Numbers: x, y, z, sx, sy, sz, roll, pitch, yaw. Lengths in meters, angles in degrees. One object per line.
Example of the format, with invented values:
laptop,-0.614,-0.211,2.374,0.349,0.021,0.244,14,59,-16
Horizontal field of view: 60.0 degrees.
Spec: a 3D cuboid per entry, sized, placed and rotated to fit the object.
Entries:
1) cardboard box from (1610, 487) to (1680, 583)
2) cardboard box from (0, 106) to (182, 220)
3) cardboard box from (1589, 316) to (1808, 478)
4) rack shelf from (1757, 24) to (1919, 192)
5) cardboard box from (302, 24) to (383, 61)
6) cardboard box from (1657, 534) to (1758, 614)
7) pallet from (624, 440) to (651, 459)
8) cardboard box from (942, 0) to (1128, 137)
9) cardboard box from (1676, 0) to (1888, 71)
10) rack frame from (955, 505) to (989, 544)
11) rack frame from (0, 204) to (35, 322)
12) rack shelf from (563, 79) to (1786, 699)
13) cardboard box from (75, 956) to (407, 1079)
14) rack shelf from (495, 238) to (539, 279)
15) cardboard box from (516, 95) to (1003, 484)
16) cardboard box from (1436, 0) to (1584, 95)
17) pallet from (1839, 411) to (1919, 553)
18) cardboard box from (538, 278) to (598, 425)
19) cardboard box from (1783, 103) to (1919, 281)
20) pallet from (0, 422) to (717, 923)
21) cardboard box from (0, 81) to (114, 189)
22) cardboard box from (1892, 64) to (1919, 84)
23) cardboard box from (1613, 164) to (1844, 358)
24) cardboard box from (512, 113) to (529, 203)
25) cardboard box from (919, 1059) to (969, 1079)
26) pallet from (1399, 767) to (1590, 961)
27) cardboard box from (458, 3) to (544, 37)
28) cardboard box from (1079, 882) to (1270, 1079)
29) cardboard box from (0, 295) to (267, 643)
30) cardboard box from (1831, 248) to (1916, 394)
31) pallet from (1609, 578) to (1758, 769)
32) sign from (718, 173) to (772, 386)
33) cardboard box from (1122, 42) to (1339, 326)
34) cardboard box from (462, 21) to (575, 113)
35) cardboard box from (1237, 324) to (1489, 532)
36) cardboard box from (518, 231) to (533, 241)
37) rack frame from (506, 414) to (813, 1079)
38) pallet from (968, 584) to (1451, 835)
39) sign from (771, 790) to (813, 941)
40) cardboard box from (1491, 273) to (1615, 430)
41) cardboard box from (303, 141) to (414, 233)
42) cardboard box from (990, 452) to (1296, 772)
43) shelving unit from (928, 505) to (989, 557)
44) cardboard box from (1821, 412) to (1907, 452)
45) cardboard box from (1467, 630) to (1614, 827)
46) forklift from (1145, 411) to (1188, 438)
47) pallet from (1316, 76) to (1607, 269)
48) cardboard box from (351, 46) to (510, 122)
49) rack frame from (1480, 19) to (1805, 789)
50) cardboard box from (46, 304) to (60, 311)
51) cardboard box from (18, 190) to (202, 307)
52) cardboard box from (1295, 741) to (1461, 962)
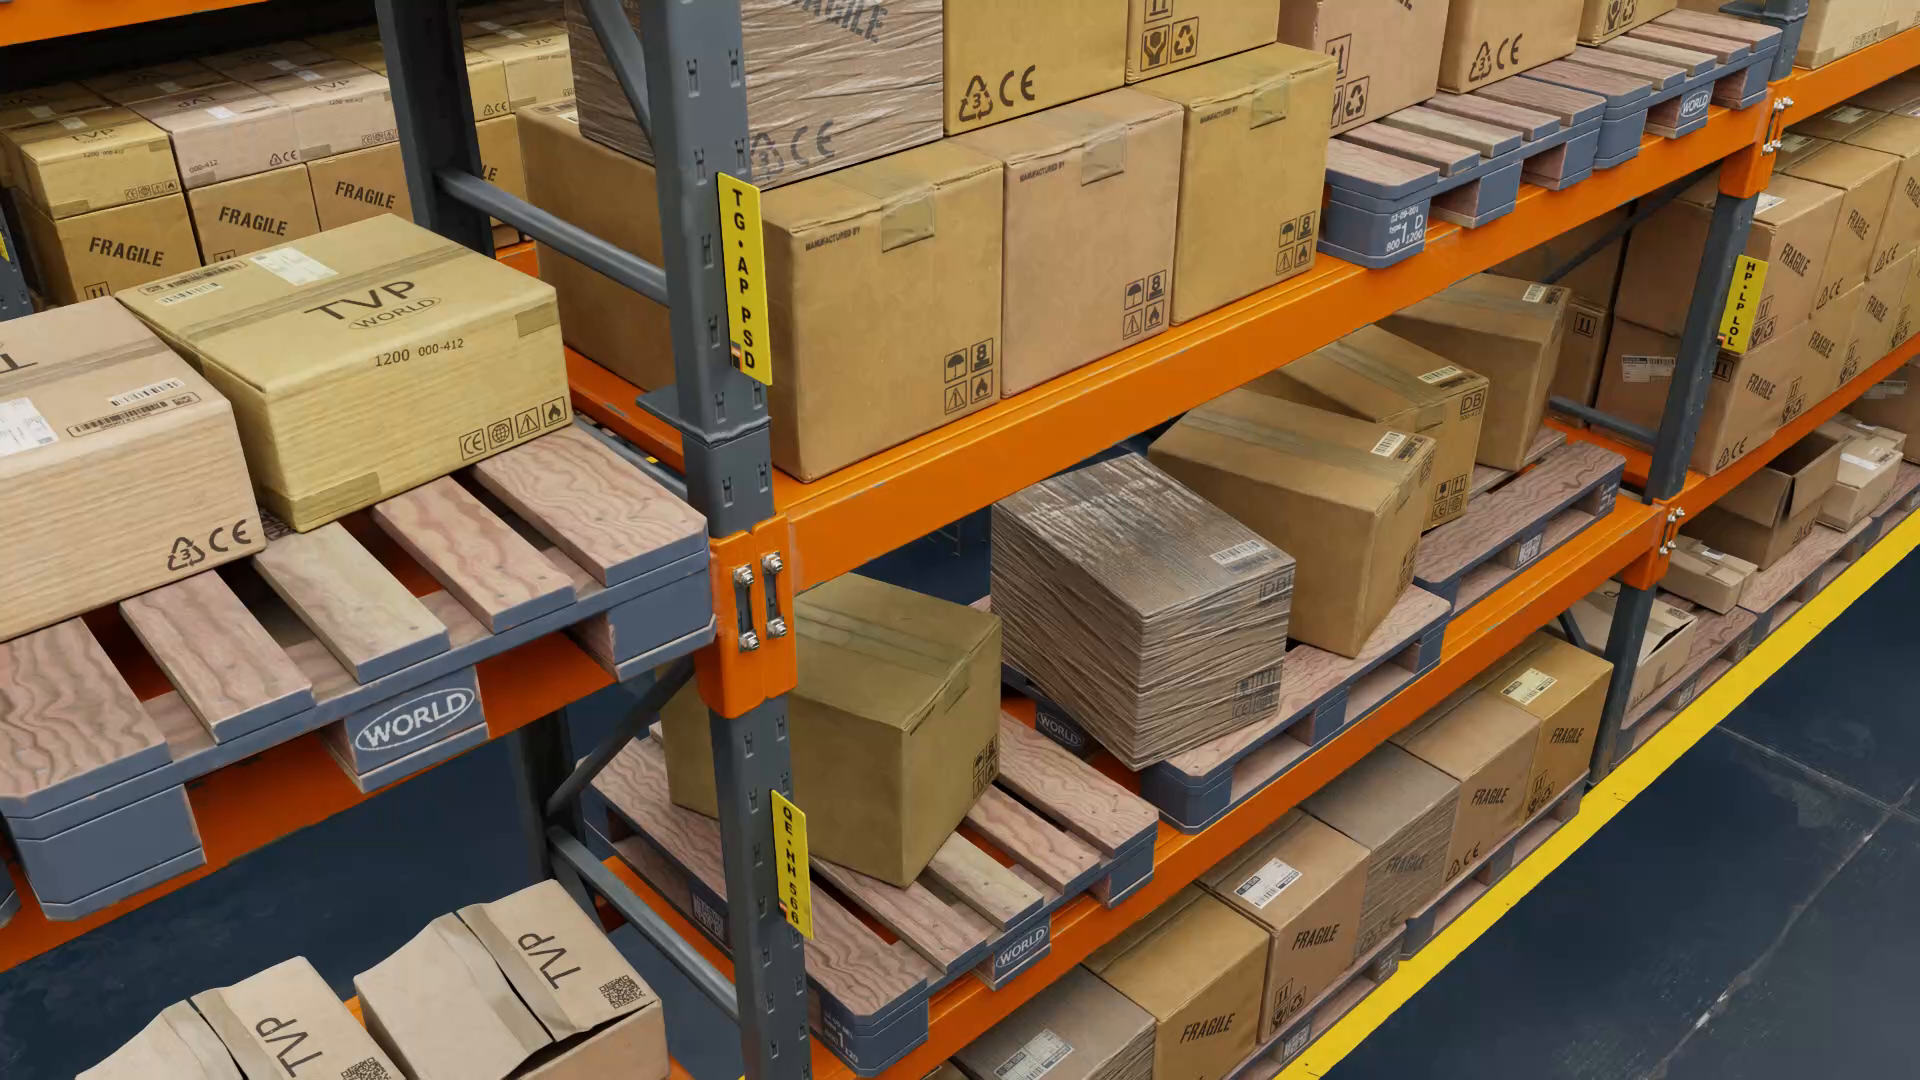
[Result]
cardboard box,3.003,-0.119,7.725,0.500,0.311,0.500,-26,40,-35
cardboard box,-3.546,-1.547,6.786,0.500,0.250,0.500,-25,39,-34
cardboard box,2.787,-0.621,6.295,0.500,0.500,0.500,-25,39,-34
rack shelf,3.695,-2.184,6.761,4.000,0.370,1.077,-26,40,-35
cardboard box,-2.786,-2.279,7.982,0.500,0.250,0.500,-27,40,-36
cardboard box,3.311,0.142,7.436,0.250,0.166,0.380,-26,40,-35
pallet,-1.657,-0.903,9.525,1.213,0.211,1.003,-26,40,-35
cardboard box,-0.007,-1.165,3.351,0.500,0.500,0.500,-26,40,-35
cardboard box,2.753,-1.795,5.579,0.500,0.250,0.500,-26,40,-35
rack frame,0.056,-0.539,7.982,0.006,1.200,0.240,-26,40,-35
rack frame,-4.076,-0.977,6.972,0.127,3.000,1.000,-26,40,-35
rack shelf,0.762,-0.765,4.440,4.000,0.370,1.077,-26,40,-35
cardboard box,-1.492,1.198,3.501,0.500,0.311,0.500,-26,40,-36
rack shelf,-2.609,-1.379,8.320,4.000,0.370,1.077,-26,40,-35
cardboard box,-0.408,-0.573,3.341,0.500,0.500,0.910,-26,40,-35
cardboard box,1.334,-1.650,4.603,0.600,0.600,0.600,-26,40,-36
pallet,4.522,-0.421,8.736,1.213,0.211,1.003,-26,40,-35
cardboard box,-2.181,-1.061,8.768,0.750,0.750,0.750,-24,39,-34
cardboard box,3.520,-1.396,6.603,0.500,0.500,0.500,-27,41,-37
pallet,-1.142,-0.007,2.692,1.003,0.211,1.213,-24,39,-33
cardboard box,-3.920,-1.735,7.093,0.500,0.250,0.500,-25,39,-34
cardboard box,4.275,-1.762,7.201,0.500,0.500,0.500,-25,39,-34
cardboard box,2.765,-1.031,6.006,0.500,0.500,0.500,-25,39,-34
cardboard box,-2.051,-1.954,8.170,0.500,0.500,0.500,-26,40,-35
cardboard box,-0.177,1.744,4.498,0.500,0.500,0.500,-24,39,-34
pallet,1.657,0.991,6.427,1.213,0.211,1.003,-26,40,-35
cardboard box,-2.400,-2.462,8.282,0.500,0.250,0.500,-27,41,-37
cardboard box,0.574,1.380,5.093,0.500,0.500,0.500,-26,40,-36
cardboard box,-1.371,-0.103,2.408,0.500,0.250,0.500,-25,39,-34
cardboard box,3.529,-0.980,6.882,0.500,0.500,0.500,-26,40,-36
pallet,2.732,0.445,7.321,1.213,0.211,1.003,-26,40,-35
sign,-0.334,-0.402,2.585,0.005,0.325,0.100,-26,40,-35
cardboard box,0.347,-0.938,3.938,0.500,0.500,0.910,-26,40,-35
cardboard box,-2.067,-2.271,7.970,0.500,0.250,0.500,-25,39,-35
cardboard box,1.268,-0.373,5.486,0.500,0.500,0.700,-19,36,-28
cardboard box,-2.159,-1.635,8.270,0.250,0.149,0.380,-27,41,-37
rack frame,-0.705,0.917,3.875,0.127,3.000,1.000,-26,40,-35
pallet,0.718,0.307,5.056,1.213,0.211,1.003,-26,40,-35
sign,-0.325,0.634,3.228,0.005,0.325,0.100,-26,40,-35
cardboard box,2.420,-0.820,6.620,0.500,0.500,0.500,-25,39,-35
cardboard box,-2.791,-1.587,7.570,0.500,0.500,0.500,-26,40,-36
cardboard box,0.481,0.177,4.586,0.500,0.500,0.700,-18,36,-27
shelving unit,-0.011,-0.507,7.929,0.189,1.200,0.258,-26,40,-35
cardboard box,4.572,-0.503,8.492,0.250,0.166,0.380,-26,40,-35
cardboard box,2.061,0.662,6.267,0.500,0.500,0.500,-26,40,-36
forklift,2.299,-2.209,9.053,3.031,2.935,1.130,-23,38,-33
pallet,0.944,-1.128,4.524,1.003,0.211,1.213,-26,40,-35
cardboard box,-2.440,-2.090,7.674,0.500,0.250,0.500,-27,40,-36
rack frame,2.228,-0.502,6.195,0.127,3.000,1.000,-26,40,-35
cardboard box,-3.677,-0.906,7.078,0.250,0.149,0.380,-26,40,-36
cardboard box,-3.546,-1.229,6.985,0.500,0.500,0.500,-24,39,-34
cardboard box,1.325,1.011,5.695,0.500,0.500,0.500,-25,39,-35
